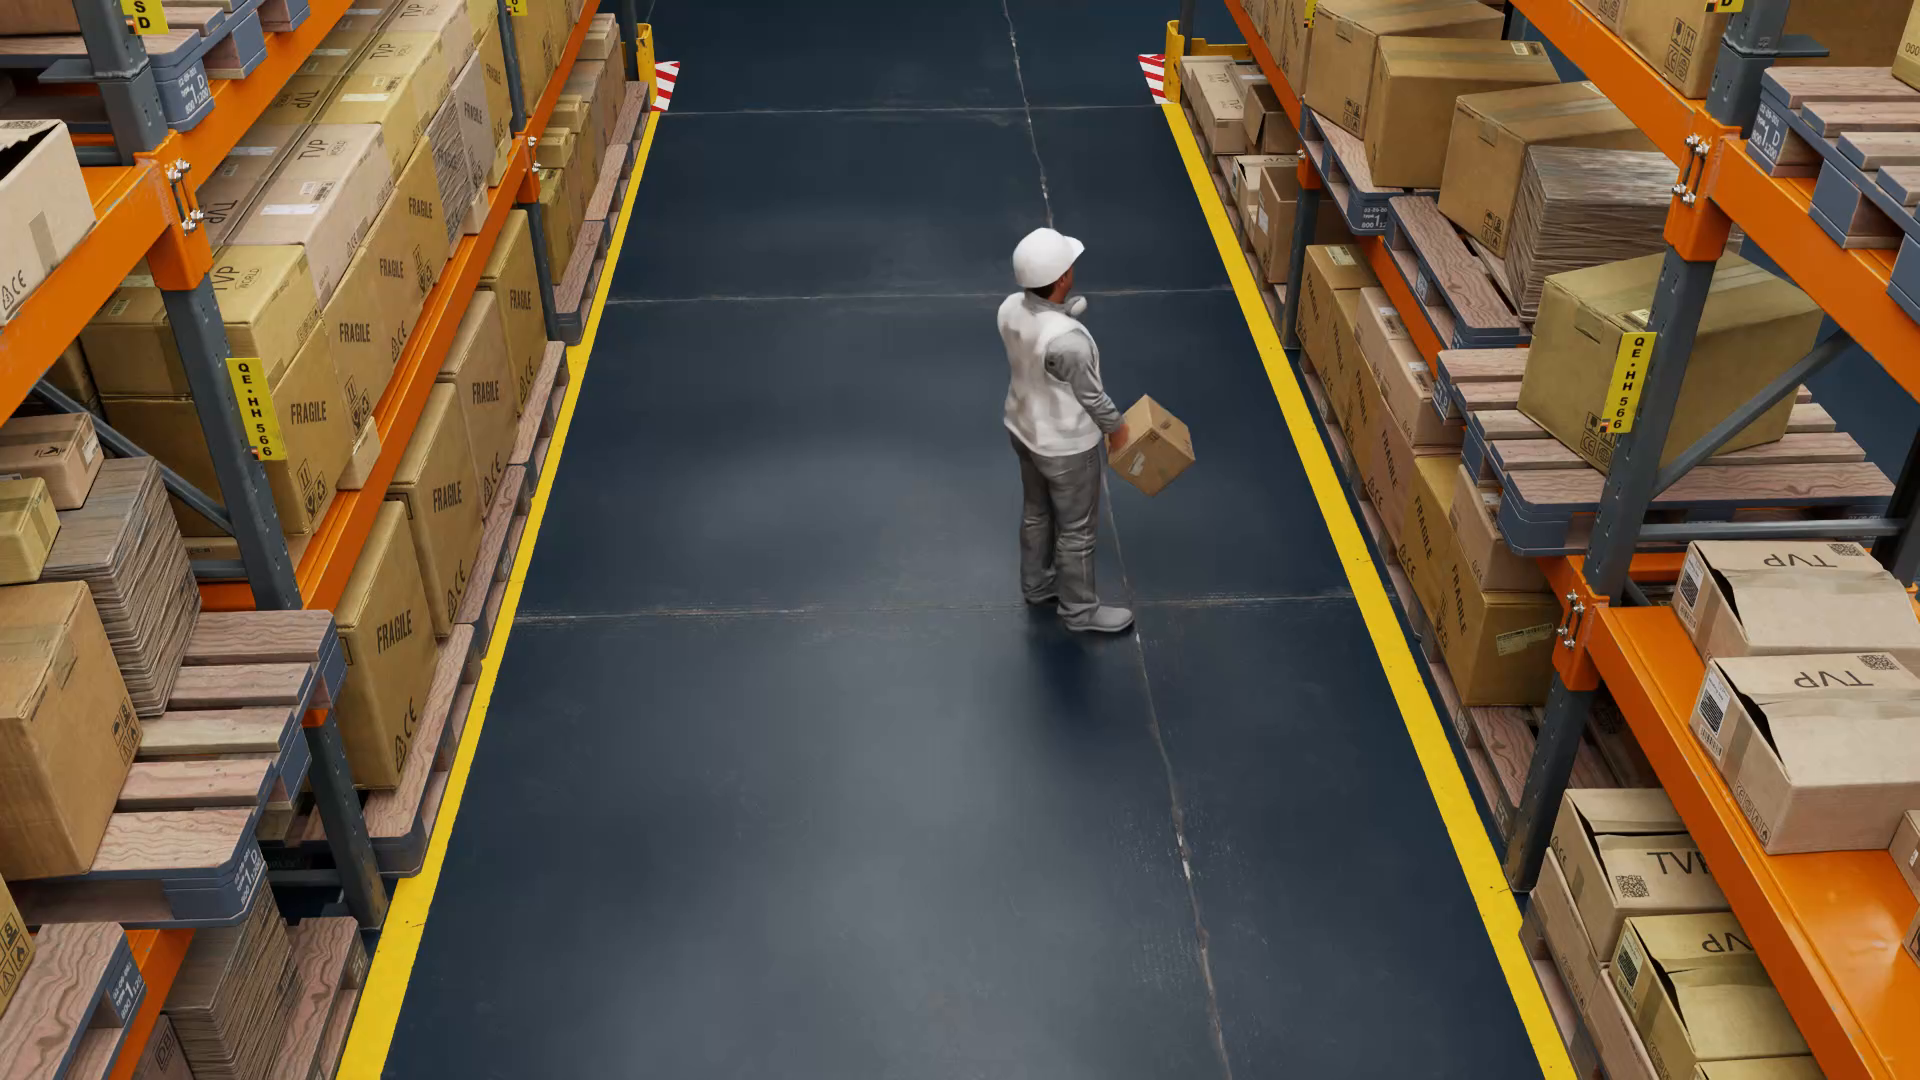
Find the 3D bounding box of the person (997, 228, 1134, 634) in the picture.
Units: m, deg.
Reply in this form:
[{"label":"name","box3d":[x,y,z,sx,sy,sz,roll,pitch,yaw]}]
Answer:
[{"label":"person","box3d":[0.430,-0.441,6.734,0.478,1.780,0.576,-18,39,-24]}]
